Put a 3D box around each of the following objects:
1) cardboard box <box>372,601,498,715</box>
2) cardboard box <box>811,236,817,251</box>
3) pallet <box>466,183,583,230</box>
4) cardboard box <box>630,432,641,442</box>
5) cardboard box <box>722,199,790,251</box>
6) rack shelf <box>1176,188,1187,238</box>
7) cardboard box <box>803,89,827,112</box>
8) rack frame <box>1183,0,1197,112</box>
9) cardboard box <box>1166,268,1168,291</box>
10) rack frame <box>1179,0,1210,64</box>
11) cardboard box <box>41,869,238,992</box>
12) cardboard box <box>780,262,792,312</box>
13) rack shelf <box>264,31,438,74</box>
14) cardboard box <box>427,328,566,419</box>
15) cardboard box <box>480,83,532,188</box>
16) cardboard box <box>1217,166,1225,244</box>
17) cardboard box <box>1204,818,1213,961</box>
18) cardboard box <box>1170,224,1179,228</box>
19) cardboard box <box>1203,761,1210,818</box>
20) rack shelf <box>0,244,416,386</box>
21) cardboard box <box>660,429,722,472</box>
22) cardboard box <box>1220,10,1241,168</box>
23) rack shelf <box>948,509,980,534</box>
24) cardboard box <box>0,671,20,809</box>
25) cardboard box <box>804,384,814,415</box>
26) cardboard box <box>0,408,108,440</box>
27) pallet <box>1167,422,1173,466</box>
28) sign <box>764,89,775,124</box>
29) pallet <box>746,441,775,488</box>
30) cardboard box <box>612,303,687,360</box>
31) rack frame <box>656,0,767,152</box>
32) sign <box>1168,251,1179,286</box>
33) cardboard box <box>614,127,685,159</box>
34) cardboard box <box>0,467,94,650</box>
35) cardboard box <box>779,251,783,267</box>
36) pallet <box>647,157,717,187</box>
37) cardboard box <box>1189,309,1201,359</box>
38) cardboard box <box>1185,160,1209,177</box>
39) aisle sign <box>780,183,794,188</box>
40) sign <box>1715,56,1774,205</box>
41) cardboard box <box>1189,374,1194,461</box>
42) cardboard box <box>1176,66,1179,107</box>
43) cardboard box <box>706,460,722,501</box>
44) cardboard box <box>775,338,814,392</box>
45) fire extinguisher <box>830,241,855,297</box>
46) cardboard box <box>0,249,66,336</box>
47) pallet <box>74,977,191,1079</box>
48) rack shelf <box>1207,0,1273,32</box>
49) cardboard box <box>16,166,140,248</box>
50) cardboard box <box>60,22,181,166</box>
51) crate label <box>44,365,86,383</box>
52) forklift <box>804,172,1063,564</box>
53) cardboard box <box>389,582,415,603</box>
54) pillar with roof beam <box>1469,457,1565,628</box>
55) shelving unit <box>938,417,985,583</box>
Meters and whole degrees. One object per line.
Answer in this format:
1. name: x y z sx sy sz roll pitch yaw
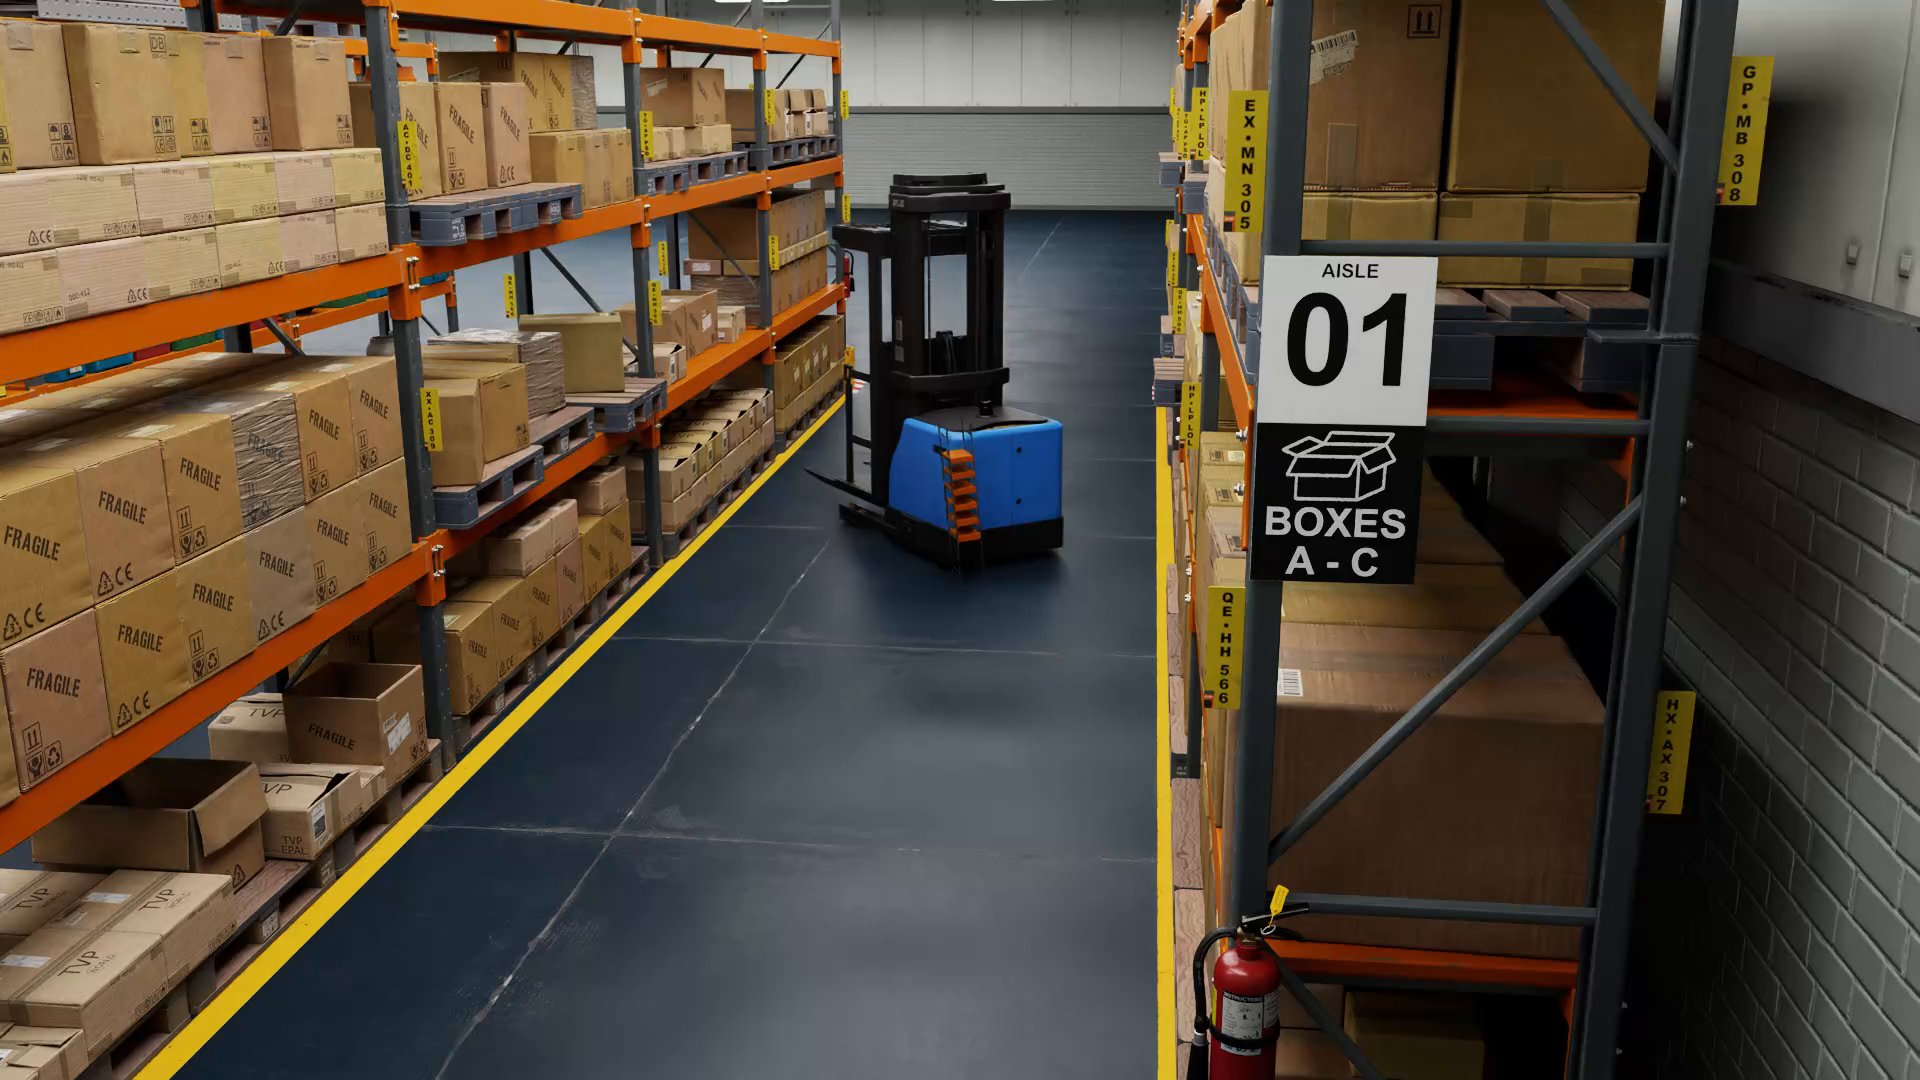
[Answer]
1. cardboard box: -2.962 0.662 9.413 0.500 0.500 0.500 1 15 4
2. cardboard box: -1.846 -3.383 18.994 0.380 0.149 0.250 2 15 7
3. pallet: -3.001 -2.007 9.952 1.213 0.211 1.003 2 15 6
4. cardboard box: -2.881 -0.806 14.286 0.500 0.311 0.500 2 15 6
5. cardboard box: -2.199 -3.339 17.589 0.700 0.500 0.500 2 15 6
6. rack shelf: 2.341 -2.726 13.628 1.077 0.370 4.000 2 15 6
7. cardboard box: -1.973 -4.945 19.187 0.797 0.503 0.637 3 15 10
8. rack frame: 2.567 -5.040 15.060 1.000 3.000 0.127 2 15 6
9. cardboard box: 2.648 -3.001 19.264 0.500 0.250 0.500 1 15 5
10. rack frame: 3.018 -6.077 18.897 1.000 3.000 0.127 2 15 6
11. cardboard box: -3.254 1.547 6.621 0.500 0.250 0.500 2 15 6
12. cardboard box: -2.198 -2.719 17.780 0.700 0.500 0.500 2 15 7
13. rack shelf: -7.051 -5.310 18.204 1.077 0.370 4.000 2 15 6
14. cardboard box: -3.059 -1.104 11.002 0.700 0.500 0.500 5 16 17
15. cardboard box: -2.981 -2.436 9.989 0.600 0.600 0.600 1 15 4
16. cardboard box: 1.143 -1.126 5.624 0.500 0.250 0.500 1 15 5
17. cardboard box: 1.358 1.389 6.762 0.700 0.500 0.500 2 15 8
18. cardboard box: 2.666 -3.365 19.174 0.500 0.500 0.500 2 15 6
19. cardboard box: 1.199 1.032 6.842 0.380 0.149 0.250 1 15 5
20. rack shelf: -3.484 -0.796 6.490 1.077 0.370 4.000 2 15 6
21. cardboard box: -2.345 -0.793 14.238 0.500 0.311 0.500 1 15 5
22. cardboard box: 1.142 -1.483 5.508 0.500 0.500 0.500 1 15 4
23. rack shelf: 0.026 -0.139 12.478 0.180 0.103 0.258 -10 17 -14
24. cardboard box: -3.398 0.668 5.253 0.500 0.500 0.500 2 15 7
25. cardboard box: -1.879 -1.534 18.053 0.500 0.250 0.500 2 15 6
26. cardboard box: -3.765 -0.230 6.658 0.500 0.500 0.500 2 15 8
27. pallet: 2.607 -0.973 16.856 1.003 0.211 1.213 2 15 6
28. sign: -1.815 -4.125 15.830 0.100 0.325 0.005 2 15 6
29. pallet: -2.400 -0.750 16.033 1.003 0.211 1.213 2 15 6
30. cardboard box: -2.634 -1.735 14.141 0.500 0.500 0.500 1 15 3
31. rack frame: -2.356 -5.185 15.596 1.000 3.000 0.127 2 15 6
32. sign: 2.027 -2.576 15.782 0.100 0.325 0.005 2 15 6
33. cardboard box: -2.632 -3.373 14.126 0.500 0.250 0.500 0 15 2
34. cardboard box: -3.346 0.050 5.625 0.500 0.500 0.500 2 15 7
35. cardboard box: -2.049 -2.914 17.259 0.380 0.149 0.250 2 15 6
36. pallet: -2.696 -3.077 13.910 1.003 0.211 1.213 2 15 9
37. cardboard box: 1.696 -1.290 10.452 0.500 0.250 0.500 2 15 7
38. cardboard box: 1.928 -2.716 12.344 0.500 0.311 0.500 2 15 6
39. aisle sign: -2.201 -4.607 19.973 0.394 0.787 0.004 2 15 6
40. sign: 1.763 -0.922 3.751 0.100 0.325 0.005 2 15 6
41. cardboard box: 1.579 -0.660 9.557 0.500 0.500 0.500 2 15 6
42. cardboard box: 2.454 -4.548 16.845 0.500 0.500 0.500 1 15 4
43. cardboard box: -2.348 -0.519 14.299 0.500 0.250 0.500 1 15 5
44. cardboard box: -1.880 -1.896 17.956 0.500 0.500 0.500 2 15 6
45. fire extinguisher: -1.429 -3.306 20.289 0.296 0.674 0.183 2 15 6
46. cardboard box: -3.330 -0.807 5.441 0.500 0.250 0.500 2 15 6
47. pallet: -3.612 1.943 6.071 1.003 0.211 1.213 2 15 6
48. rack shelf: 1.438 -1.906 5.615 1.077 0.370 4.000 2 15 6
49. cardboard box: -3.280 -1.178 5.856 0.500 0.250 0.500 2 15 6
50. cardboard box: -3.428 -1.676 6.260 0.700 0.500 0.500 2 15 6
51. crate label: -7.308 -1.416 13.471 0.303 0.233 0.416 2 15 6
52. forklift: -0.370 -1.565 13.835 1.130 2.935 3.031 -9 17 -30
53. cardboard box: -3.423 0.516 9.953 0.500 0.500 0.500 2 15 6
54. pillar with roof beam: -1.833 -2.885 7.090 9.100 9.000 0.400 2 15 6
55. shelving unit: 0.011 -0.296 12.430 0.189 1.200 0.258 -10 17 -14
